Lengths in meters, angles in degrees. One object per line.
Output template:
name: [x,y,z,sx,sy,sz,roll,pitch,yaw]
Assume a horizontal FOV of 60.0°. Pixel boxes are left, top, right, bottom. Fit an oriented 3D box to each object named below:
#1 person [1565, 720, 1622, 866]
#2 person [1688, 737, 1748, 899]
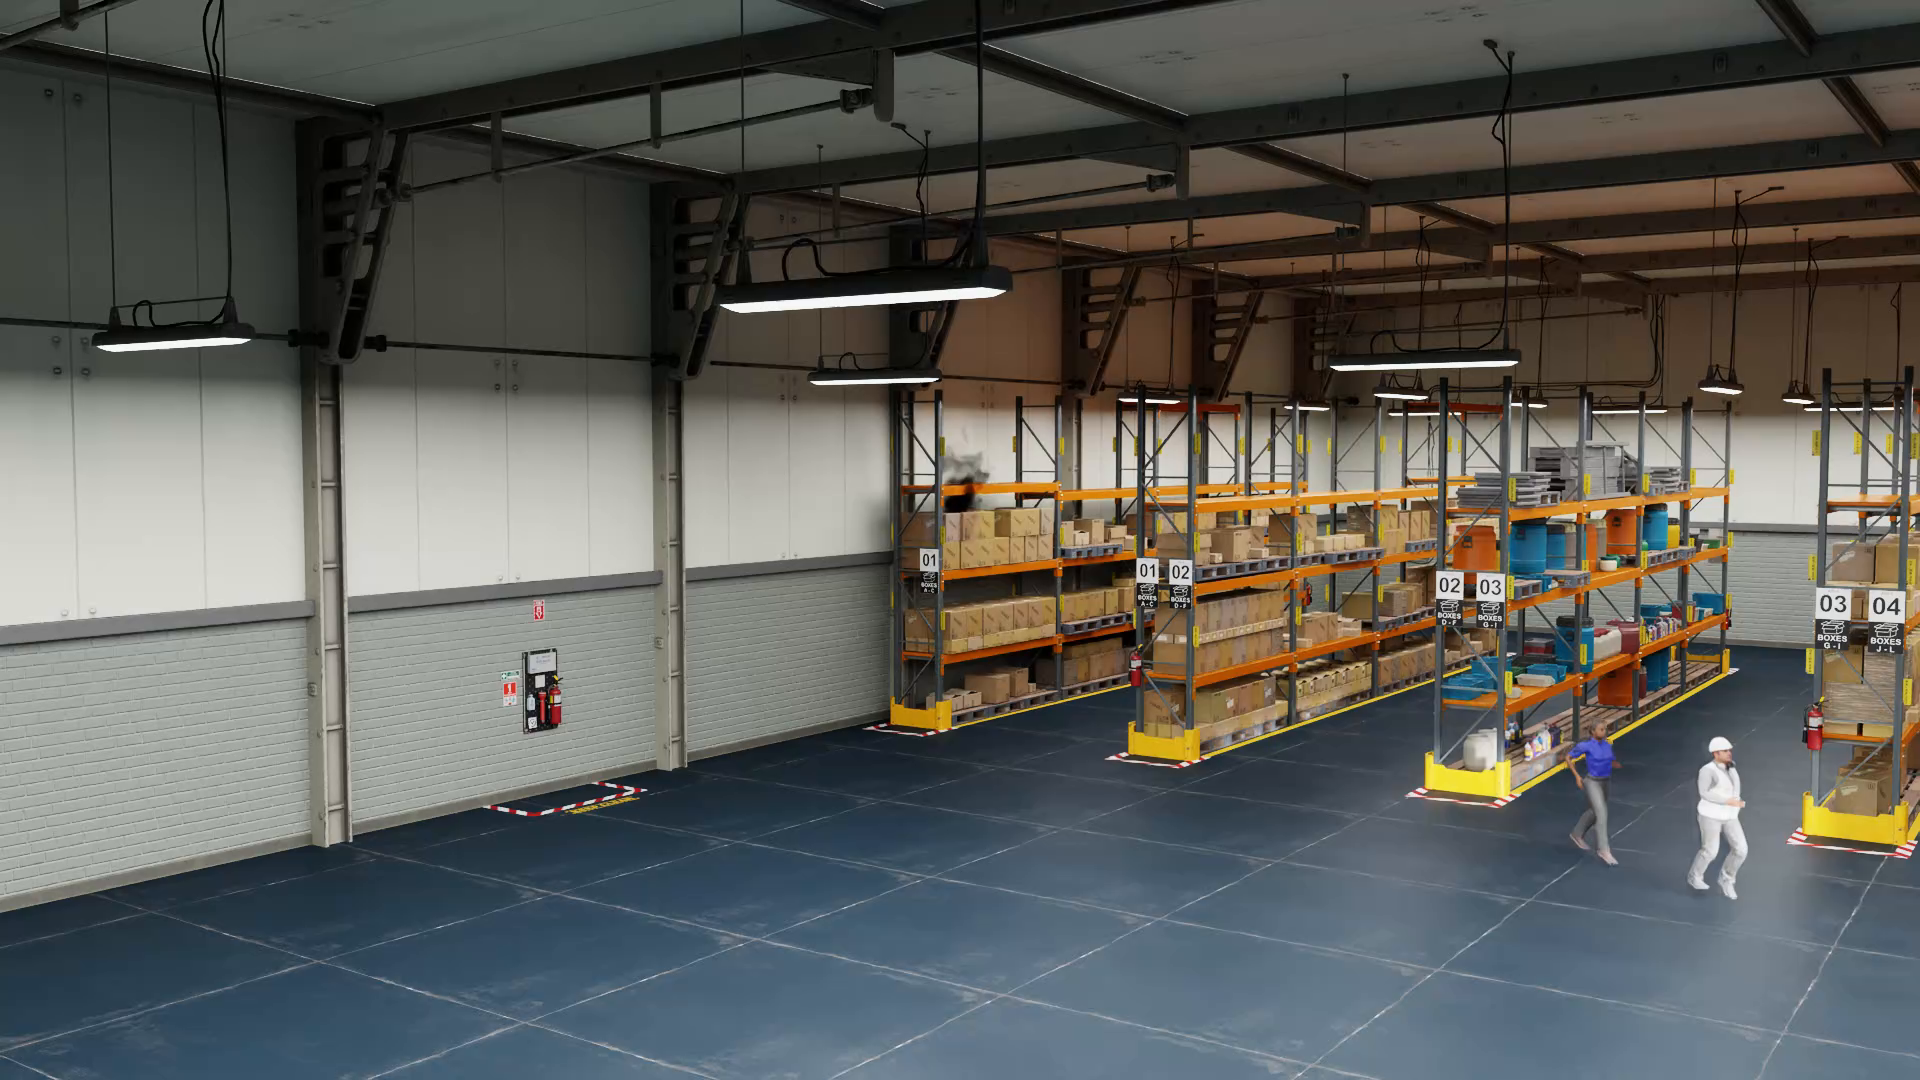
person: [7.710,3.029,20.189,0.554,1.703,0.825,-2,4,-29]
person: [8.456,3.098,18.470,0.672,1.832,0.731,-1,4,-23]
